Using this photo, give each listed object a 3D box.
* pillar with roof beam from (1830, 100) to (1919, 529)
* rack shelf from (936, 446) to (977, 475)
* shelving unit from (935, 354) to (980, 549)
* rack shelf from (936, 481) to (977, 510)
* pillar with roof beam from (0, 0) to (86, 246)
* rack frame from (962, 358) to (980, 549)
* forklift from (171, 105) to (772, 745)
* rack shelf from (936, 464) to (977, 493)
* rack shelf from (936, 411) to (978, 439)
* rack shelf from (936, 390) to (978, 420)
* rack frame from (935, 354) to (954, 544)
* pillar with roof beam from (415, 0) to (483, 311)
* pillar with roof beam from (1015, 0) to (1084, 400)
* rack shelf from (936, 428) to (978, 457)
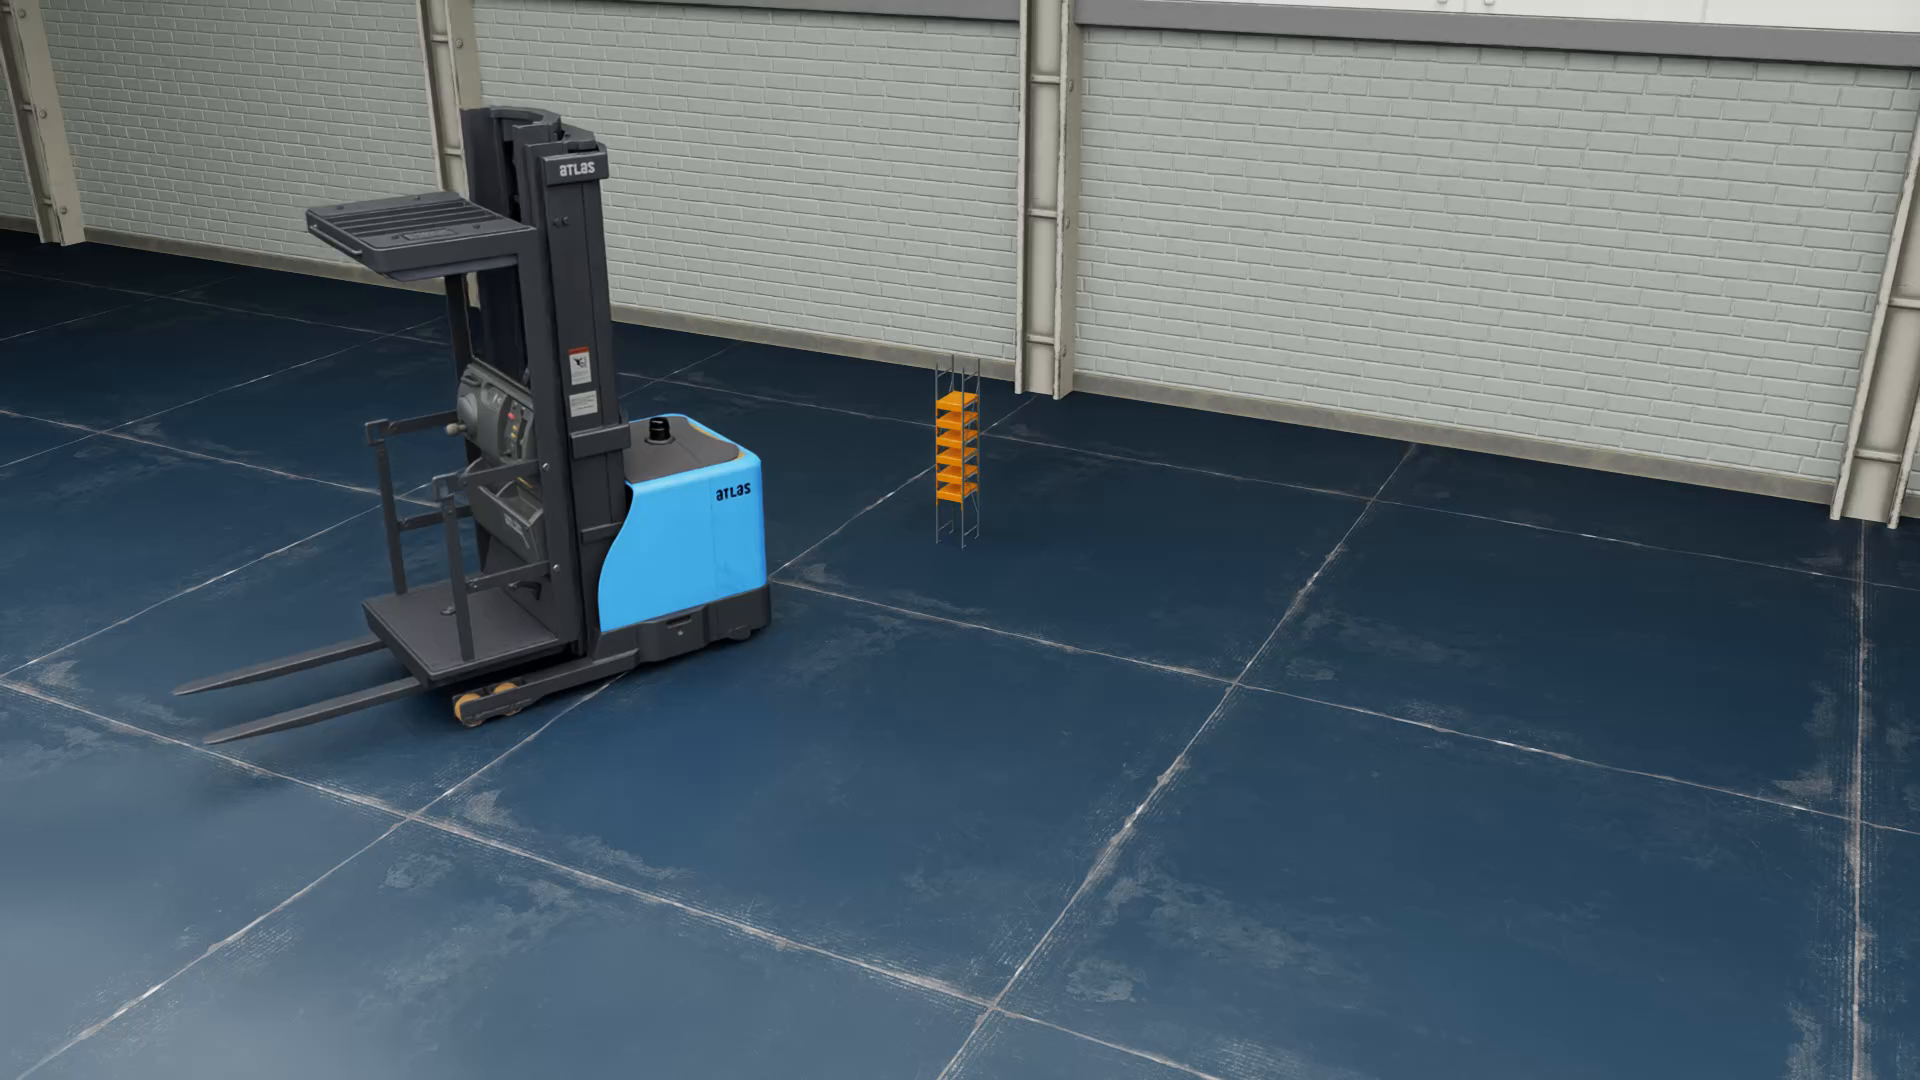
[{"bbox_3d":[4.103,-2.799,5.832,0.400,9.000,9.100,11,25,25],"label":"pillar with roof beam"},{"bbox_3d":[-0.013,-0.514,10.539,0.180,0.103,0.258,11,25,25],"label":"rack shelf"},{"bbox_3d":[-0.013,-0.555,10.521,0.189,1.200,0.258,11,25,25],"label":"shelving unit"},{"bbox_3d":[-0.013,-0.293,10.633,0.180,0.103,0.258,11,25,25],"label":"rack shelf"},{"bbox_3d":[-11.961,-5.977,13.306,0.400,9.000,9.100,11,25,25],"label":"pillar with roof beam"},{"bbox_3d":[0.069,-0.539,10.483,0.006,1.200,0.240,11,25,25],"label":"rack frame"},{"bbox_3d":[-2.565,-0.629,8.485,3.031,2.935,1.130,-16,28,-33],"label":"forklift"},{"bbox_3d":[-0.013,-0.403,10.586,0.180,0.103,0.258,11,25,25],"label":"rack shelf"},{"bbox_3d":[-0.013,-0.735,10.445,0.180,0.103,0.258,11,25,25],"label":"rack shelf"},{"bbox_3d":[-0.013,-0.845,10.398,0.180,0.103,0.258,11,25,25],"label":"rack shelf"},{"bbox_3d":[-0.095,-0.571,10.559,0.006,1.200,0.240,11,25,25],"label":"rack frame"},{"bbox_3d":[-6.607,-4.918,10.815,0.400,9.000,9.100,11,25,25],"label":"pillar with roof beam"},{"bbox_3d":[-1.252,-3.858,8.323,0.400,9.000,9.100,11,25,25],"label":"pillar with roof beam"},{"bbox_3d":[-0.013,-0.624,10.492,0.180,0.103,0.258,11,25,25],"label":"rack shelf"}]
